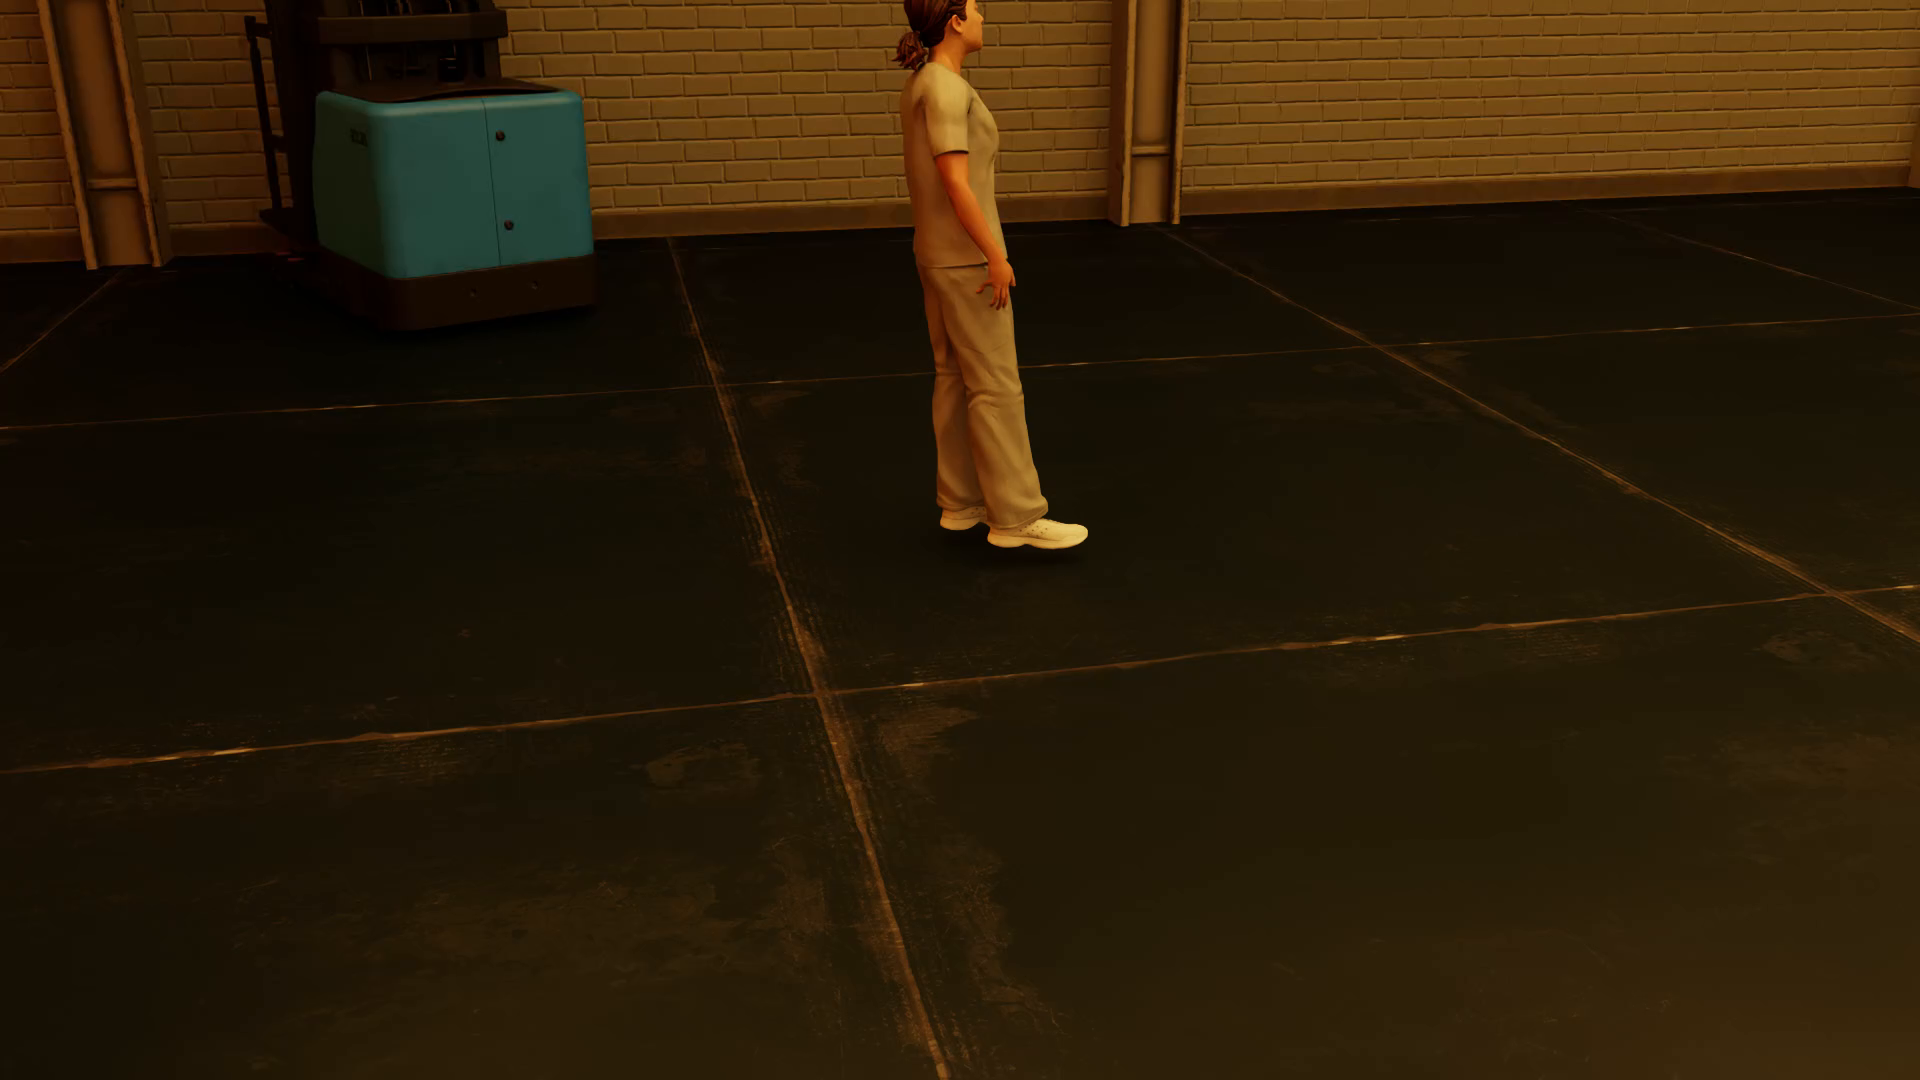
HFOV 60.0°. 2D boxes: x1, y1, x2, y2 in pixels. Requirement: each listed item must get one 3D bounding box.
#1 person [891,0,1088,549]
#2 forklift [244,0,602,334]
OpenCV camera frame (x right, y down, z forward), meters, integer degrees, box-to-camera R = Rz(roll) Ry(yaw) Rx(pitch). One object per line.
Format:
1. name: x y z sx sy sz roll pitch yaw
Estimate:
1. person: 0.074 -0.828 4.985 0.549 1.675 0.549 -5 21 -12
2. forklift: -3.047 -2.785 8.475 1.130 2.935 3.031 -15 26 -34
